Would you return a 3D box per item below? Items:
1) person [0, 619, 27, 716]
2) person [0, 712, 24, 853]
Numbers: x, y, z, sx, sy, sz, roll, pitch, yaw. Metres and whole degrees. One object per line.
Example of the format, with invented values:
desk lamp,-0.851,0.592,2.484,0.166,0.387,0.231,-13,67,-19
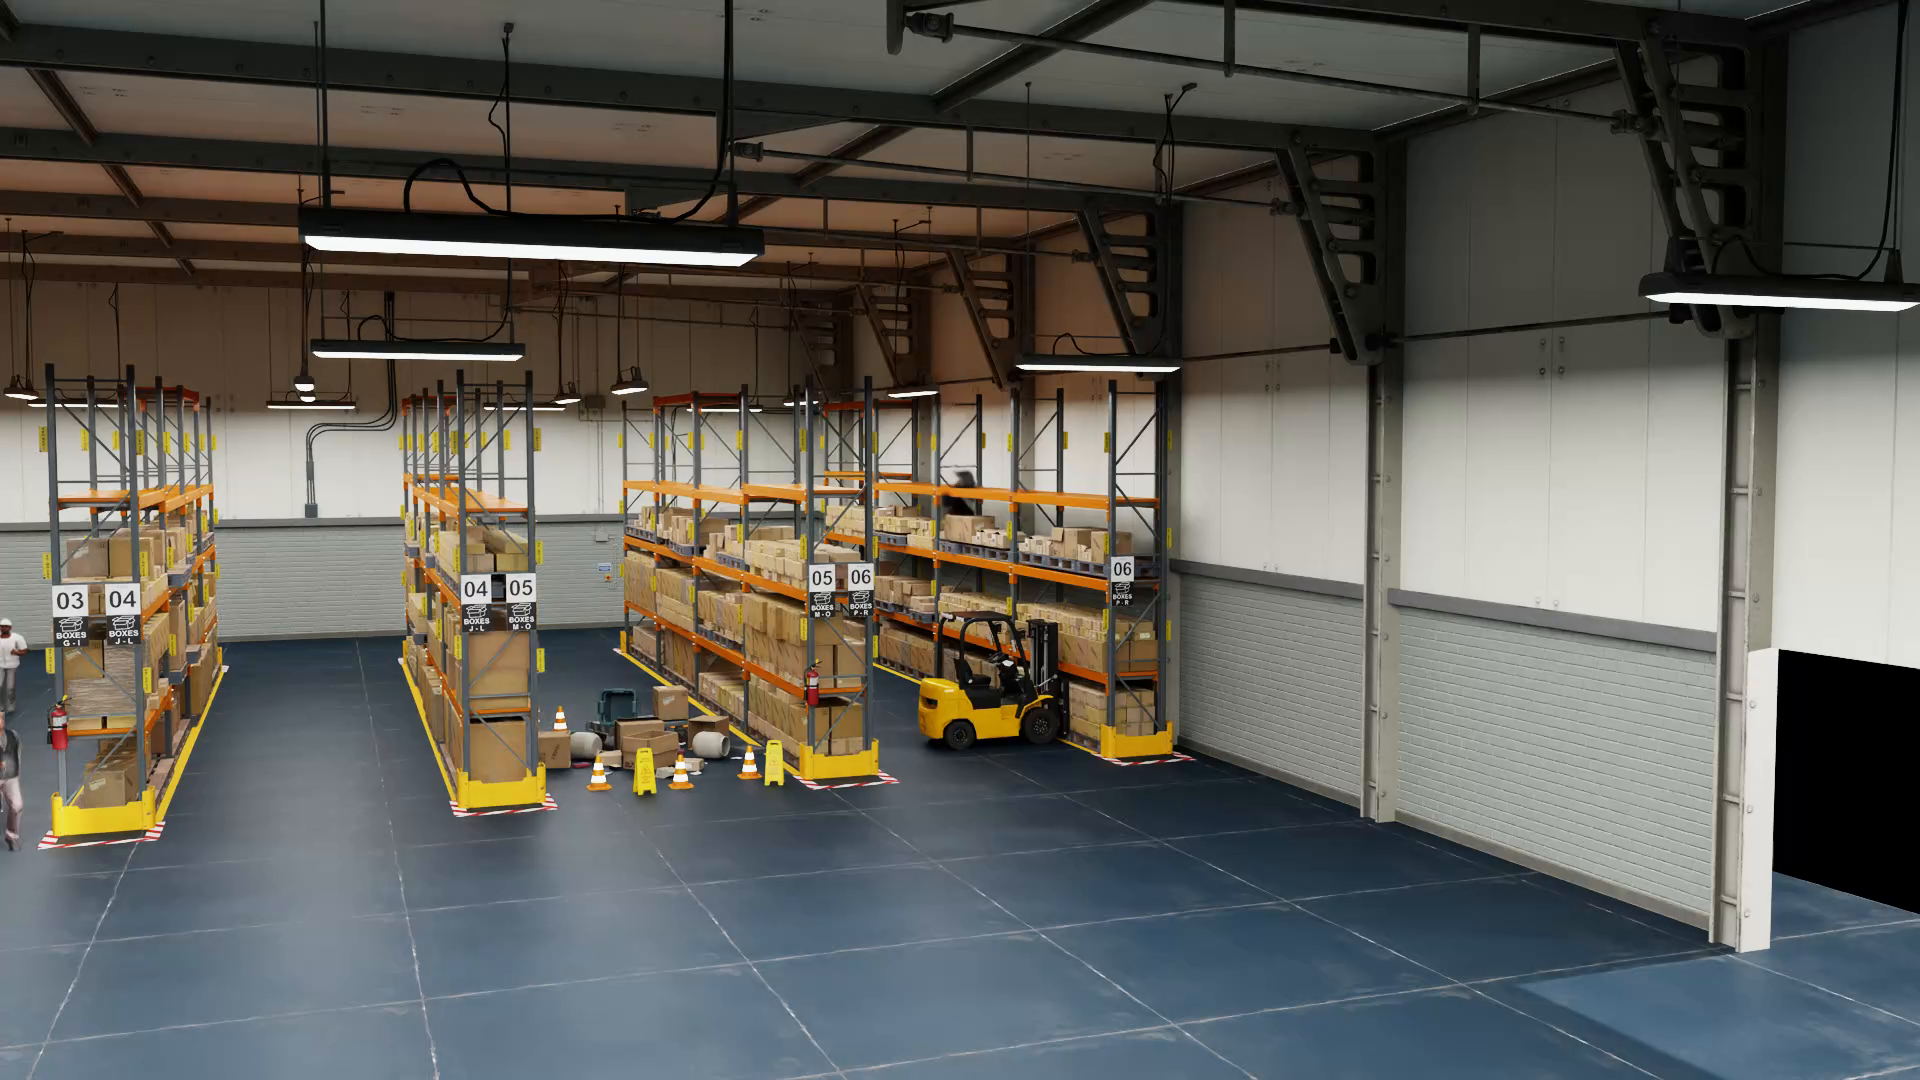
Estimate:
person,-17.400,2.341,30.354,0.681,1.822,0.853,-2,4,-24
person,-11.749,2.971,20.347,0.670,1.773,0.656,3,4,42
